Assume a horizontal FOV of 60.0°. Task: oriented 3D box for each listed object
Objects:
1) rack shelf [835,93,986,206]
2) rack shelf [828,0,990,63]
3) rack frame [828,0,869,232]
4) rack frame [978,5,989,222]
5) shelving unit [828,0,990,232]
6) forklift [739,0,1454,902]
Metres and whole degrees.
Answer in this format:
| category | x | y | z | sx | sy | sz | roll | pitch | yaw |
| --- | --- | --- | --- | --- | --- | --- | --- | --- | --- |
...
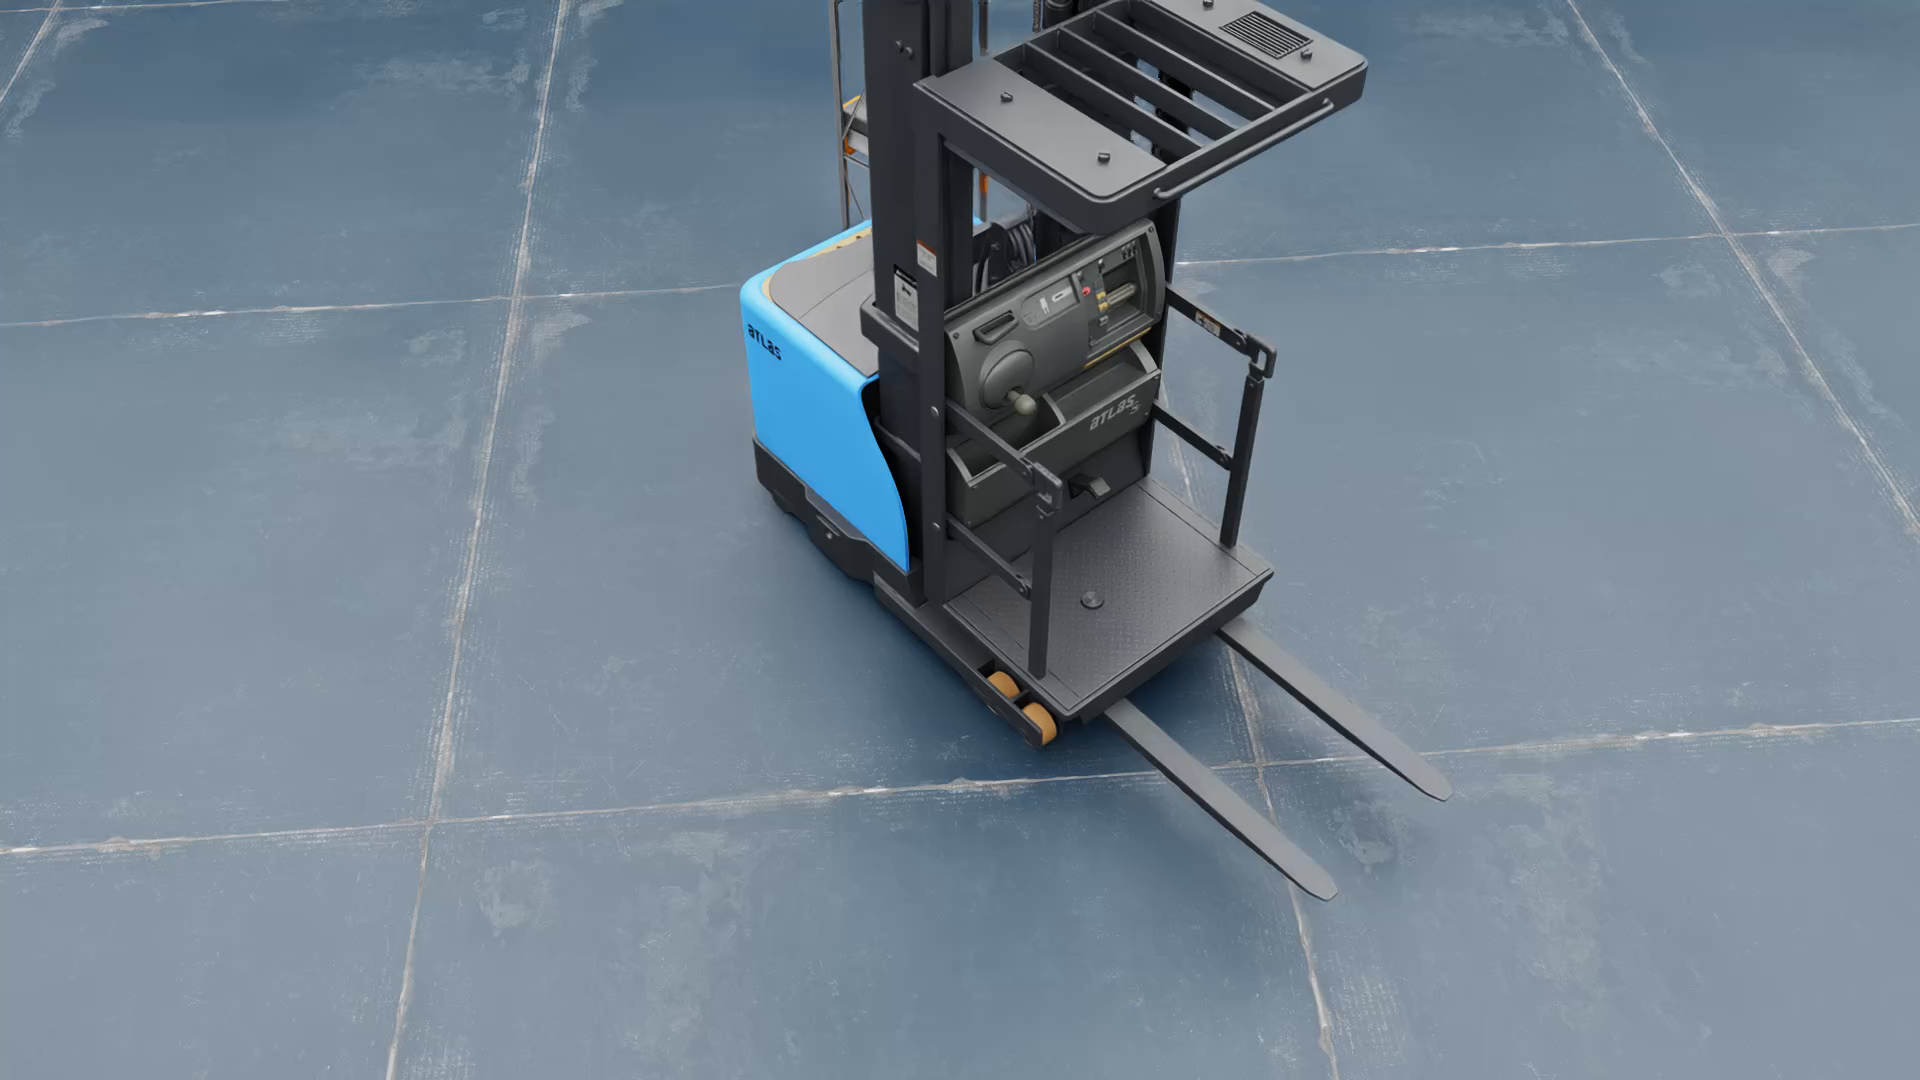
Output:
| category | x | y | z | sx | sy | sz | roll | pitch | yaw |
| --- | --- | --- | --- | --- | --- | --- | --- | --- | --- |
| rack shelf | -0.199 | -1.654 | 7.026 | 0.431 | 0.518 | 0.480 | 32 | 54 | 26 |
| rack shelf | -0.199 | -2.136 | 6.518 | 0.431 | 0.518 | 0.480 | 32 | 54 | 26 |
| rack frame | -0.357 | -1.529 | 6.888 | 0.400 | 2.100 | 0.015 | 32 | 54 | 26 |
| rack frame | -0.041 | -1.799 | 7.144 | 0.400 | 2.100 | 0.015 | 32 | 54 | 26 |
| shelving unit | -0.199 | -1.664 | 7.016 | 0.431 | 2.100 | 0.503 | 32 | 54 | 26 |
| forklift | 0.478 | -0.661 | 5.494 | 1.130 | 2.935 | 3.031 | -32 | 54 | -27 |
